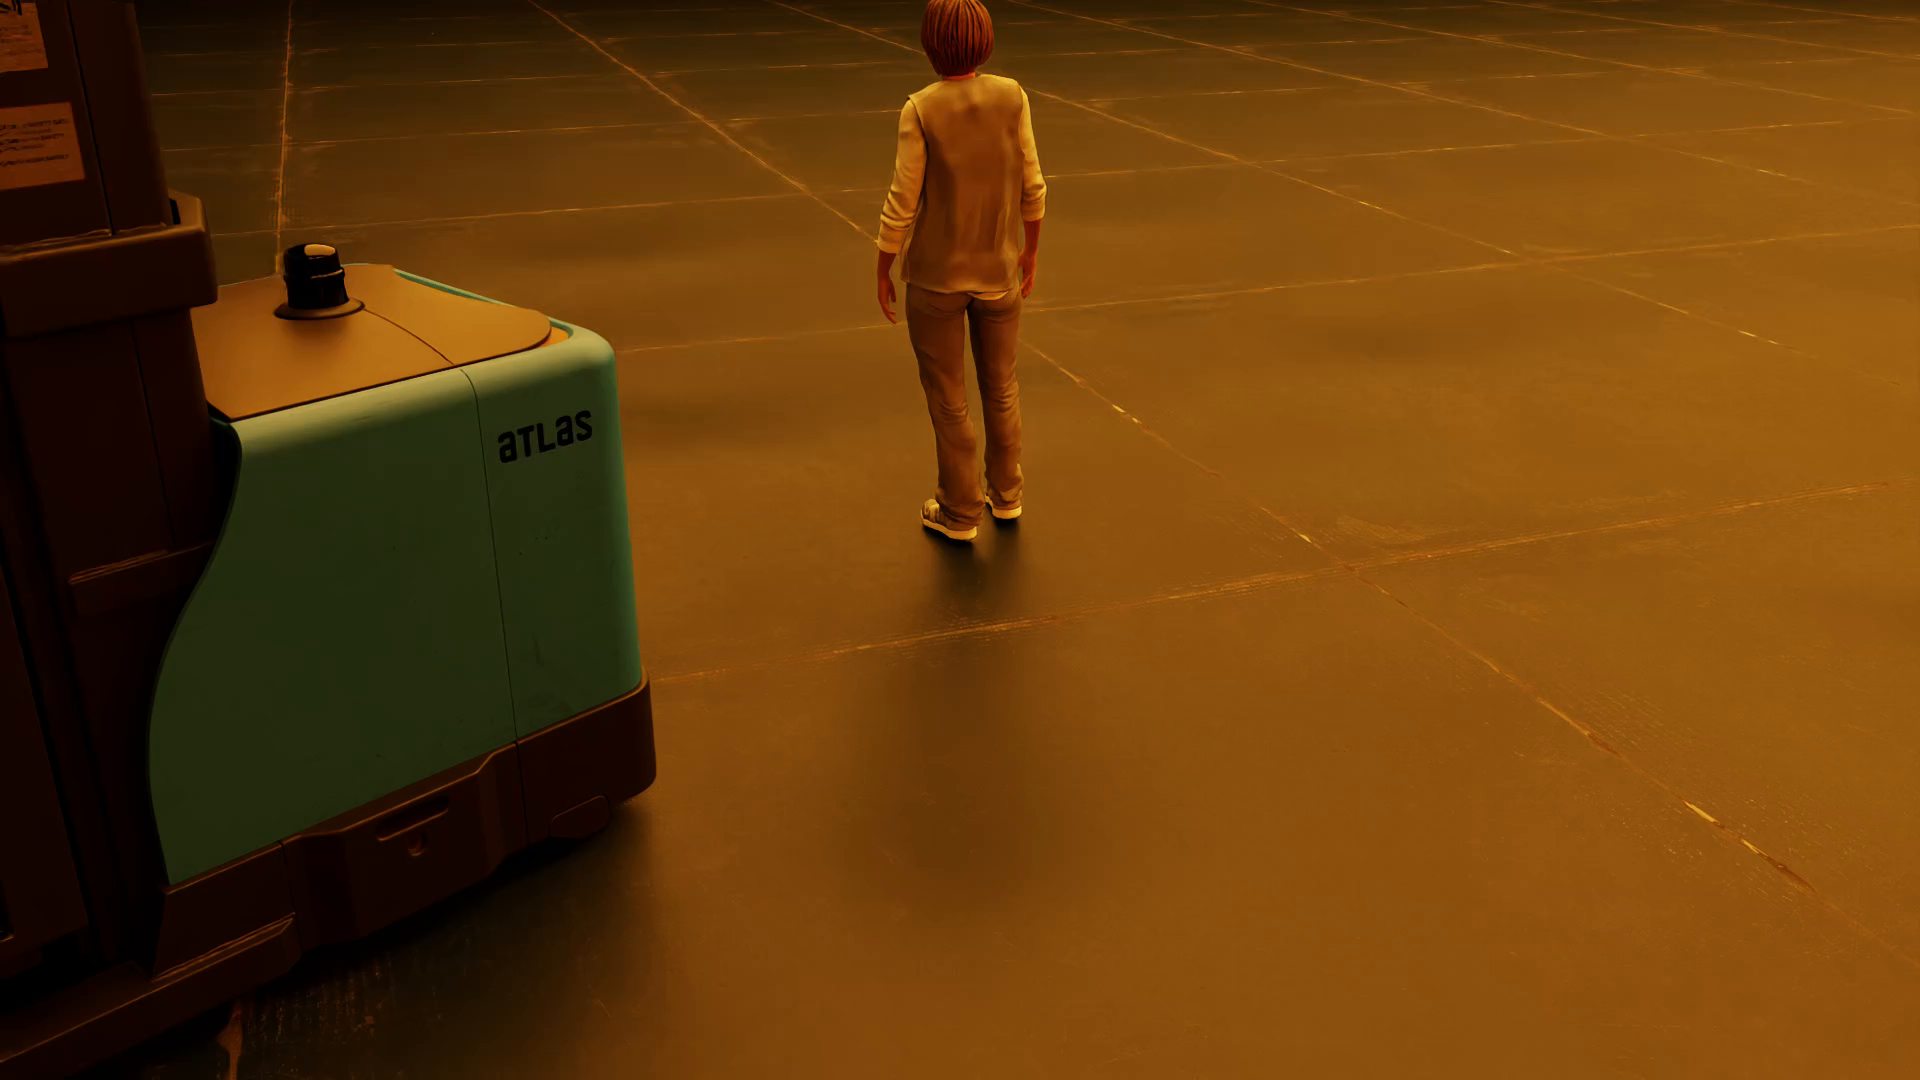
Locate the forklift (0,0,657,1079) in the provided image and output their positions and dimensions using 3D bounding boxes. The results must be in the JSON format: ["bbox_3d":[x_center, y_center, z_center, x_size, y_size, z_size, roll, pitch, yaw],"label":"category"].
[{"bbox_3d":[-2.042,-0.475,2.428,1.130,2.935,3.031,20,30,39],"label":"forklift"}]

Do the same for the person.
[{"bbox_3d":[-0.012,-0.765,4.838,0.519,1.583,0.474,-8,24,-18],"label":"person"}]
